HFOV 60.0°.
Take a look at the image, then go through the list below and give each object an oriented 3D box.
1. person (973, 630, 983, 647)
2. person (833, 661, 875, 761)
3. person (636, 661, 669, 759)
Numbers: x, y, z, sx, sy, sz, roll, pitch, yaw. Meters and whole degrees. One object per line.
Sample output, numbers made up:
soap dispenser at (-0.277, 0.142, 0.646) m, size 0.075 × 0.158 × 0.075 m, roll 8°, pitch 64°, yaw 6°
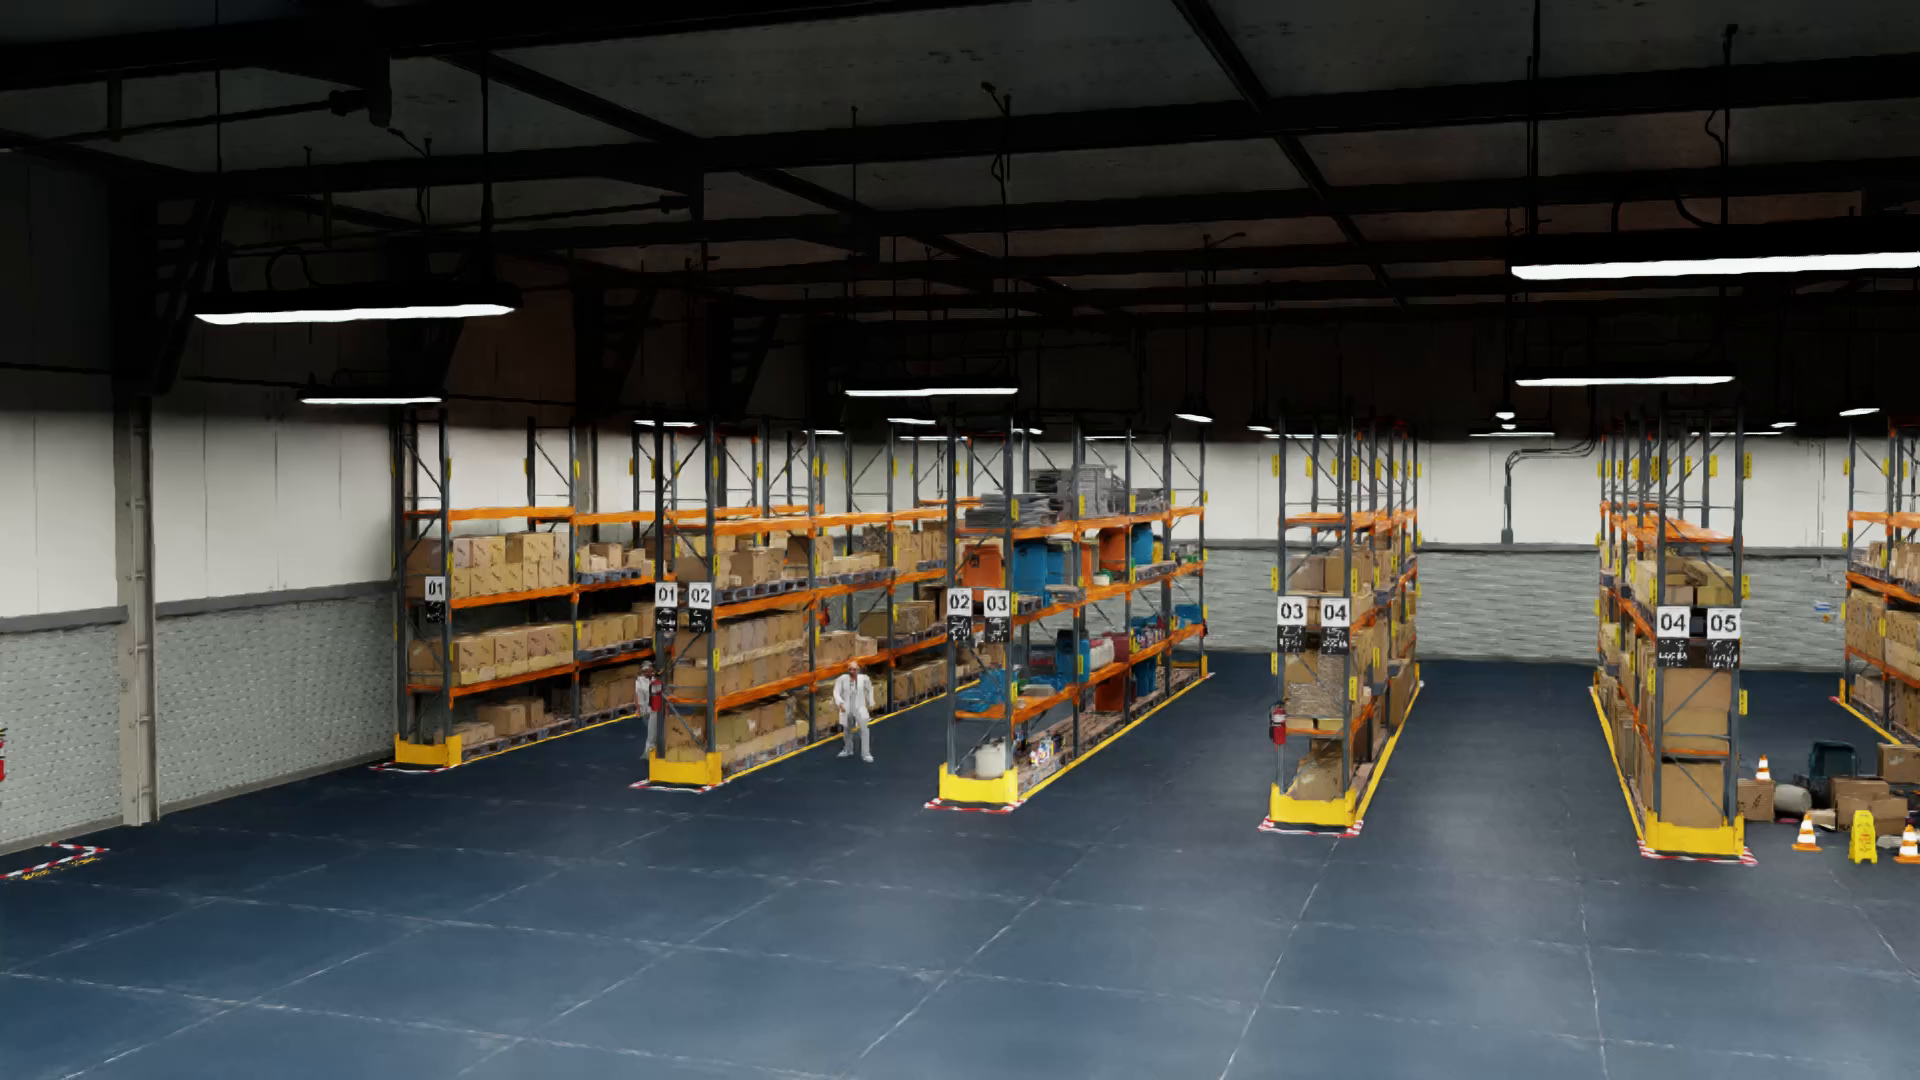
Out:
person at (0.467, 2.226, 44.628) m, size 0.703 × 1.721 × 0.835 m, roll 1°, pitch 3°, yaw 24°
person at (-1.806, 2.911, 28.538) m, size 0.736 × 1.715 × 0.896 m, roll 0°, pitch 2°, yaw 3°
person at (-5.376, 2.914, 28.770) m, size 0.542 × 1.672 × 1.126 m, roll 1°, pitch 3°, yaw 21°
